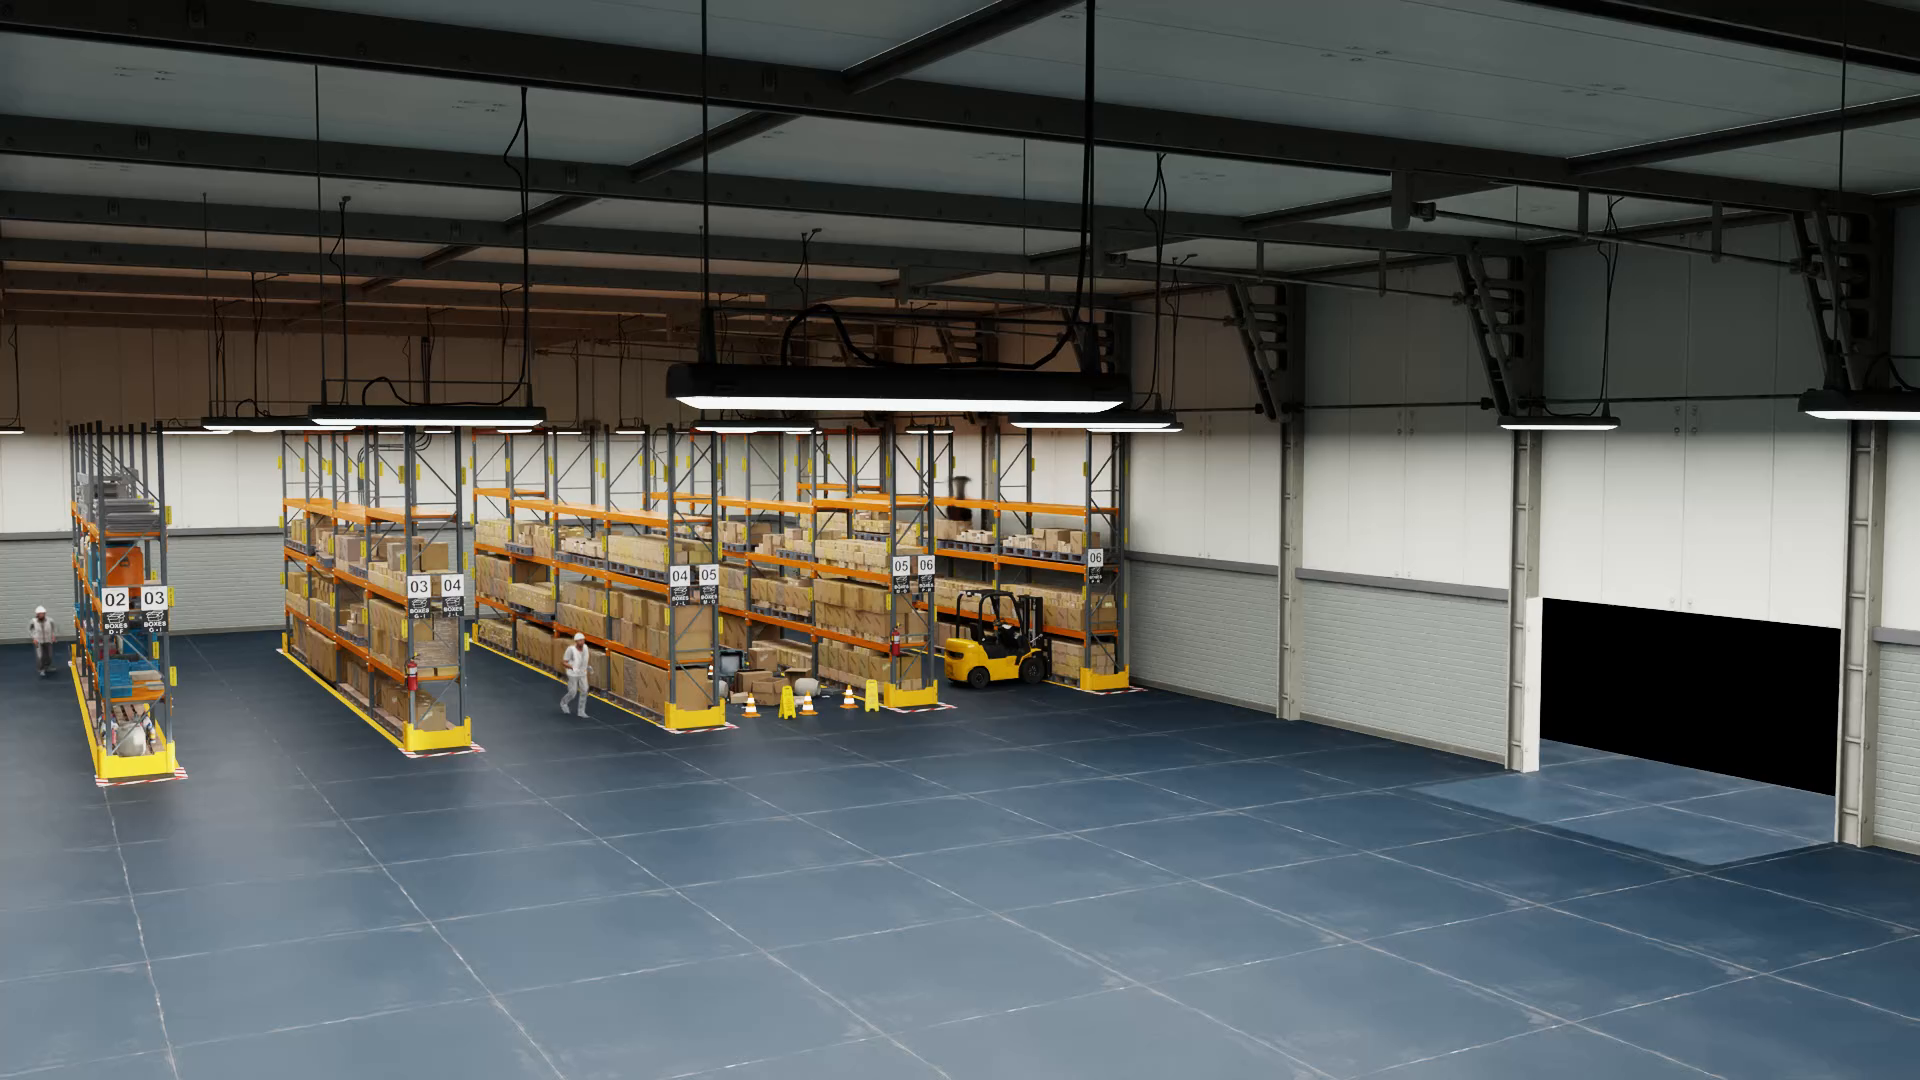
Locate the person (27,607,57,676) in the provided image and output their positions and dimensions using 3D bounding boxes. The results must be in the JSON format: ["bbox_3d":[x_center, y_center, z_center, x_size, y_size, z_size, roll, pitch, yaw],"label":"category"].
[{"bbox_3d":[-22.029,2.416,39.942,0.671,1.685,0.850,-3,5,-41],"label":"person"}]

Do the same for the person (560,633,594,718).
[{"bbox_3d":[-7.891,2.754,34.030,0.872,1.740,0.685,3,5,45],"label":"person"}]
